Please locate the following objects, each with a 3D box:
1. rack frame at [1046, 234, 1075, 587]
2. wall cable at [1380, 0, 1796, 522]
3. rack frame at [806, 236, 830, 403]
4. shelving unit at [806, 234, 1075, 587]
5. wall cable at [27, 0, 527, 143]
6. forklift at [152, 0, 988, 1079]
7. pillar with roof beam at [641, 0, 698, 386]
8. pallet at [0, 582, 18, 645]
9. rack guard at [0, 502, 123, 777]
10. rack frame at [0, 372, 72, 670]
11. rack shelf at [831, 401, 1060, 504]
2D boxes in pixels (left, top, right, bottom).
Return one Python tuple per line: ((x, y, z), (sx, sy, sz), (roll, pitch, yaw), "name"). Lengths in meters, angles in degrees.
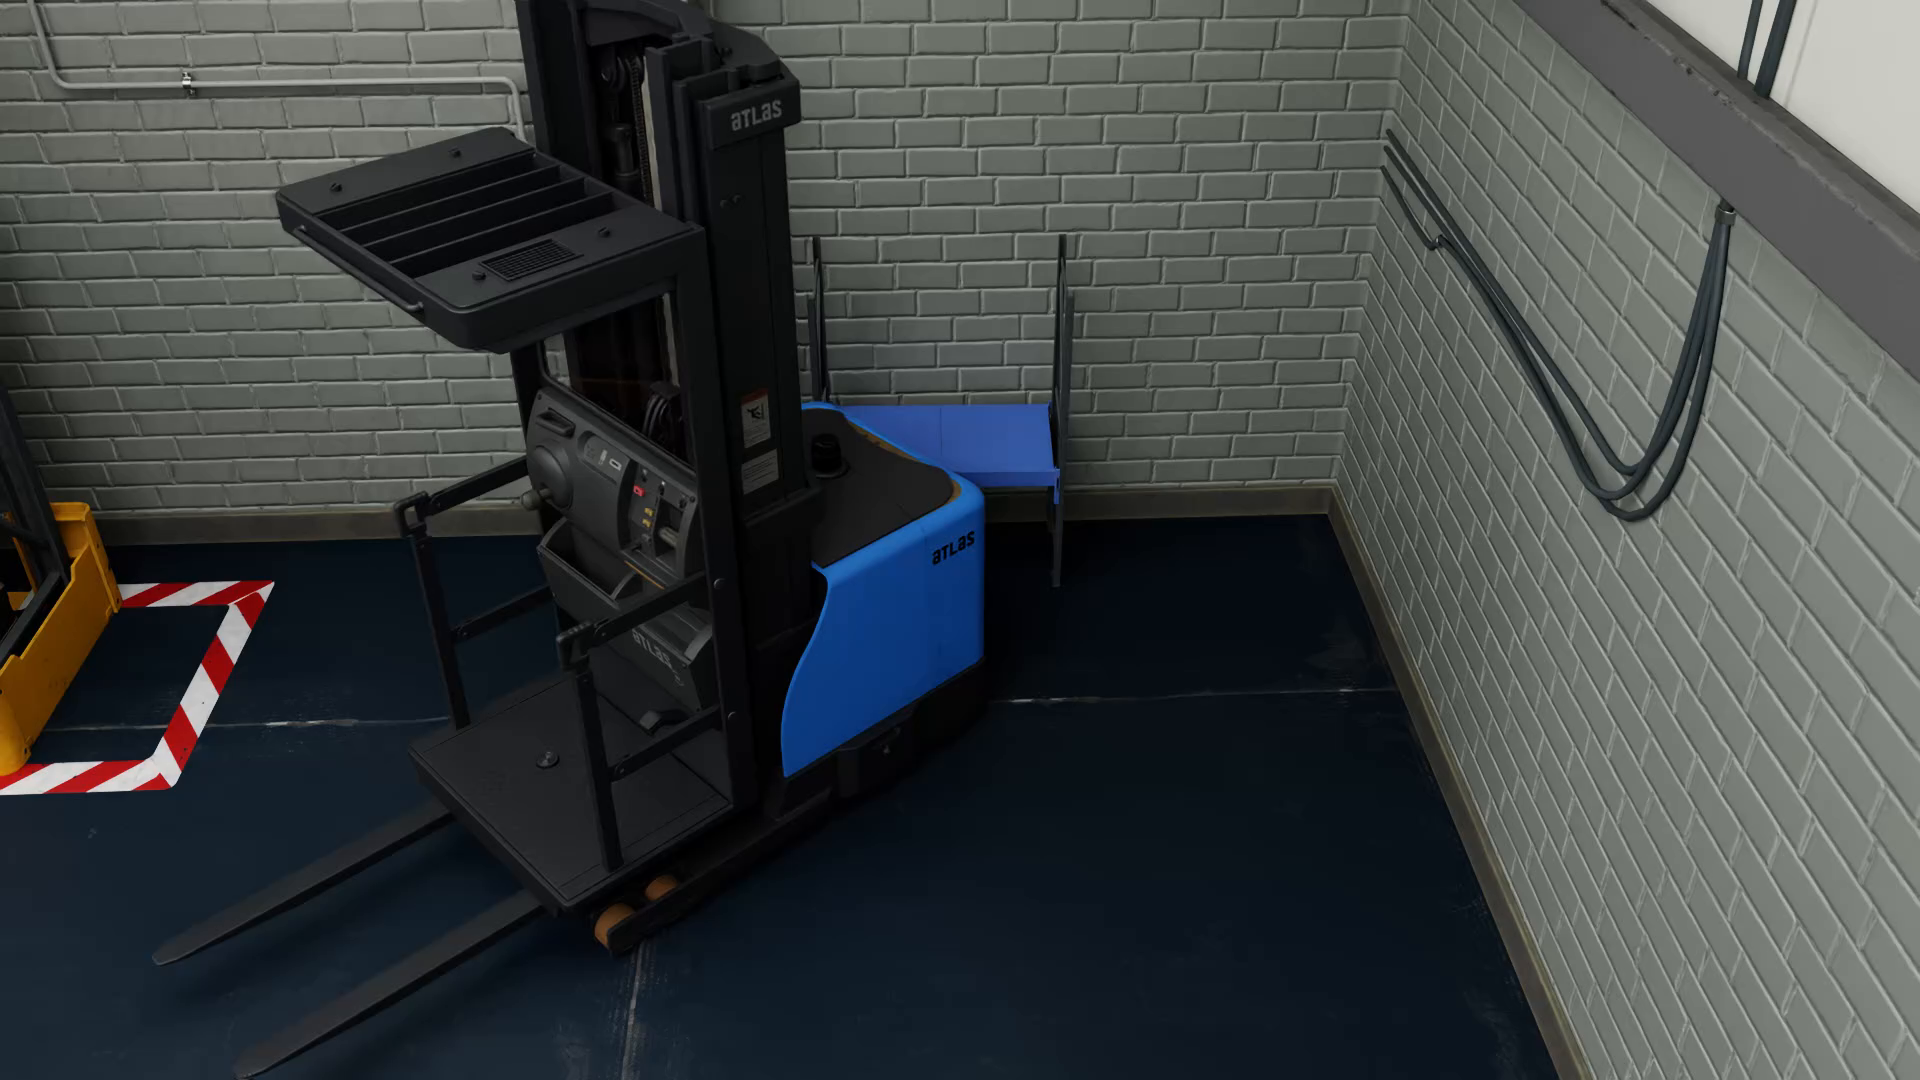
((0.428, -0.527, 7.160), (0.032, 1.500, 0.500), (-1, 39, -1), "rack frame")
((1.798, -1.788, 5.154), (0.112, 2.526, 3.097), (-2, 35, -2), "wall cable")
((-0.589, -0.516, 7.144), (0.032, 1.500, 0.500), (-1, 39, -1), "rack frame")
((-0.081, -0.522, 7.152), (1.048, 1.500, 0.538), (-1, 39, -1), "shelving unit")
((-2.634, -1.638, 6.589), (1.851, 1.984, 0.084), (-2, 35, -2), "wall cable")
((-1.305, -0.128, 5.359), (3.031, 2.935, 1.130), (-29, 44, -35), "forklift")
((-1.008, -1.232, 1.623), (0.400, 9.000, 9.100), (-2, 35, -2), "pillar with roof beam")
((-4.663, 0.564, 6.749), (1.213, 0.211, 1.003), (-2, 35, -2), "pallet")
((-3.844, 0.379, 6.763), (0.348, 0.500, 1.175), (-2, 35, -2), "rack guard")
((-3.868, -0.648, 6.051), (0.127, 3.000, 1.000), (-2, 35, -2), "rack frame")
((-0.081, -0.383, 7.266), (1.000, 0.185, 0.538), (-1, 39, -1), "rack shelf")
